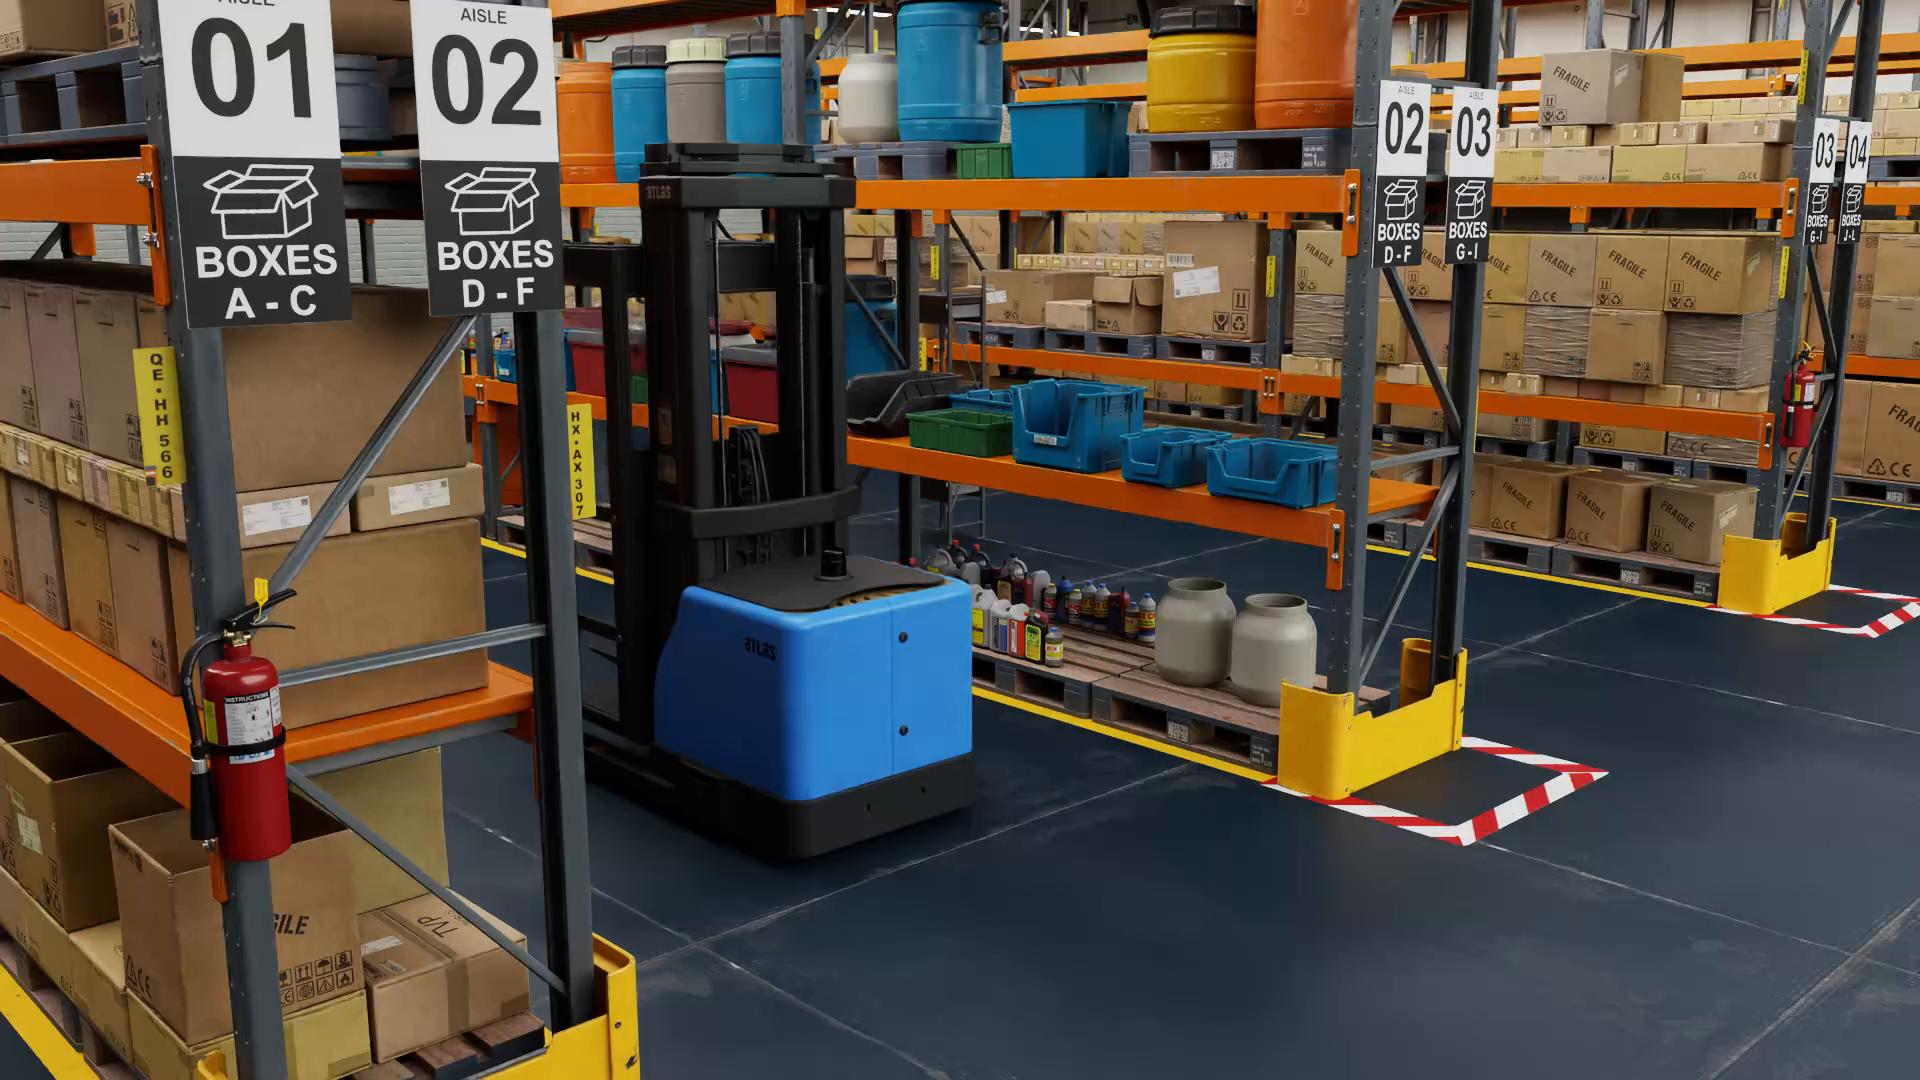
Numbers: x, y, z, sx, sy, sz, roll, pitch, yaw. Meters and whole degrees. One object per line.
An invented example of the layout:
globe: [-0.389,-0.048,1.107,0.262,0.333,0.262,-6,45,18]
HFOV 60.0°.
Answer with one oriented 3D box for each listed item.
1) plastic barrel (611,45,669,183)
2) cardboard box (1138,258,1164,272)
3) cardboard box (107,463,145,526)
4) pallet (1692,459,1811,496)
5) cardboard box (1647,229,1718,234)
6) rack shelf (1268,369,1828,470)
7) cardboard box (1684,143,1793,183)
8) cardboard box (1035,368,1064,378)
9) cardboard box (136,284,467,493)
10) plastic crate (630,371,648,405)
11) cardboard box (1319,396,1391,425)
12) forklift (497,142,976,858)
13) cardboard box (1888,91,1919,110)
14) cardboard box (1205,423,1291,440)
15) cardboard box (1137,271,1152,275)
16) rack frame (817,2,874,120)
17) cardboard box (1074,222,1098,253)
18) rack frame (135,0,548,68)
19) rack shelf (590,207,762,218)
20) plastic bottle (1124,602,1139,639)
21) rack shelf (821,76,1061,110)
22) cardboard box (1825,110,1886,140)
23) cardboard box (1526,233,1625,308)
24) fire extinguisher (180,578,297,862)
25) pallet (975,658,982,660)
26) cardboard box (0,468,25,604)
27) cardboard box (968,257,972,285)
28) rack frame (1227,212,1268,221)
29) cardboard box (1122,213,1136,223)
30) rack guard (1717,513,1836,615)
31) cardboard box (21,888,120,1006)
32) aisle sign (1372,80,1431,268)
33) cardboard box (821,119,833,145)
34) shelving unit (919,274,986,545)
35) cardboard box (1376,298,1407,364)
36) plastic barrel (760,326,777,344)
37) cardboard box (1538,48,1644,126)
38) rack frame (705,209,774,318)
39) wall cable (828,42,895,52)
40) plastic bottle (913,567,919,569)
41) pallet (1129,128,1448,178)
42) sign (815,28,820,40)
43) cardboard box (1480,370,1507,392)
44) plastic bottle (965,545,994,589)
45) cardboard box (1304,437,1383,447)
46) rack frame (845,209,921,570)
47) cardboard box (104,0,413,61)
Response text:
plastic barrel: [-2.078,-2.906,11.405,0.600,0.901,0.708,-11,16,-43]
cardboard box: [2.439,-3.438,20.771,0.380,0.149,0.250,-11,16,-43]
cardboard box: [-2.249,-0.154,4.869,0.380,0.149,0.250,-11,16,-43]
pallet: [7.889,-0.657,16.077,1.003,0.211,1.213,-11,16,-43]
cardboard box: [7.267,-2.802,16.532,0.875,0.550,0.550,-11,16,-43]
rack shelf: [4.297,-1.002,12.624,1.077,0.370,4.000,-11,16,-43]
cardboard box: [5.162,-2.493,11.017,0.500,0.250,0.500,-10,16,-41]
cardboard box: [1.367,-2.327,22.425,0.500,0.500,0.500,-10,15,-40]
cardboard box: [-1.839,-0.445,4.673,0.700,0.500,0.500,-11,16,-42]
plastic crate: [-2.073,-1.067,11.682,0.450,0.188,0.662,-11,16,-43]
cardboard box: [4.773,-1.782,19.160,1.050,0.750,0.750,-11,16,-42]
forklift: [-1.294,-0.358,7.886,1.130,2.935,3.031,-10,16,-41]
cardboard box: [8.329,-3.844,14.559,0.380,0.149,0.250,-11,16,-42]
cardboard box: [2.508,-0.730,14.626,0.500,0.500,0.700,10,15,41]
cardboard box: [2.429,-3.293,20.808,0.380,0.149,0.250,-11,16,-43]
rack frame: [-1.714,-7.012,25.147,1.000,3.000,0.127,-11,16,-43]
cardboard box: [2.284,-5.133,28.167,0.500,0.500,0.500,11,16,44]
rack frame: [-1.489,-2.621,3.832,1.000,3.000,0.127,-11,16,-43]
rack shelf: [-3.990,-4.222,20.822,1.077,0.370,4.000,-11,16,-43]
plastic bottle: [0.998,0.460,9.591,0.097,0.201,0.097,0,12,0]
rack shelf: [-0.333,-6.366,23.803,1.077,0.370,4.000,-11,16,-43]
cardboard box: [8.105,-3.714,14.917,0.500,0.250,0.500,-11,16,-43]
cardboard box: [4.427,-1.938,11.922,0.500,0.500,0.500,-11,16,-43]
fire extinguisher: [-1.743,0.437,4.047,0.296,0.674,0.183,-11,16,-43]
pallet: [-0.232,0.514,10.396,1.003,0.211,1.213,-11,16,-43]
cardboard box: [-3.228,-0.102,6.223,0.700,0.500,0.500,-11,16,-42]
cardboard box: [0.152,-3.792,23.399,0.500,0.500,0.500,11,16,44]
rack frame: [4.559,-4.195,26.338,1.000,3.000,0.127,-11,16,-43]
cardboard box: [2.882,-5.312,27.429,0.250,0.149,0.380,11,16,44]
rack guard: [5.626,0.151,11.441,1.175,0.500,0.348,-11,16,-43]
cardboard box: [-2.773,1.277,5.551,0.500,0.250,0.500,-11,16,-43]
aisle sign: [1.931,-1.594,7.270,0.394,0.787,0.004,-11,16,-43]
cardboard box: [-1.272,-4.251,17.879,0.797,0.503,0.637,-11,16,-43]
shelving unit: [-0.114,-1.053,13.317,0.431,2.100,0.503,-11,16,-43]
cardboard box: [3.502,-1.689,13.190,0.875,0.500,0.500,-11,16,-43]
plastic barrel: [-1.168,-1.193,11.430,0.433,0.535,0.433,0,12,0]
cardboard box: [4.425,-3.162,11.668,0.500,0.500,0.500,-11,16,-43]
rack frame: [-2.608,-2.814,19.635,1.000,3.000,0.127,-11,16,-43]
wall cable: [-1.790,-8.612,32.912,2.355,3.000,0.029,-11,16,-43]
plastic bottle: [-0.278,0.329,9.855,0.185,0.351,0.144,11,16,43]
pallet: [1.596,-1.883,8.153,1.003,0.211,1.213,-11,16,-43]
sign: [-2.106,-7.433,24.677,0.100,0.325,0.005,-11,16,-43]
cardboard box: [4.098,-1.203,12.438,0.380,0.149,0.250,-11,16,-43]
plastic bottle: [0.120,0.208,10.444,0.185,0.351,0.144,11,16,42]
cardboard box: [3.163,-0.564,13.868,0.500,0.500,0.500,11,16,43]
rack frame: [-0.666,-0.956,10.618,1.000,3.000,0.127,-11,16,-43]
cardboard box: [-1.883,-1.561,4.477,0.797,0.503,0.637,-9,15,-39]
